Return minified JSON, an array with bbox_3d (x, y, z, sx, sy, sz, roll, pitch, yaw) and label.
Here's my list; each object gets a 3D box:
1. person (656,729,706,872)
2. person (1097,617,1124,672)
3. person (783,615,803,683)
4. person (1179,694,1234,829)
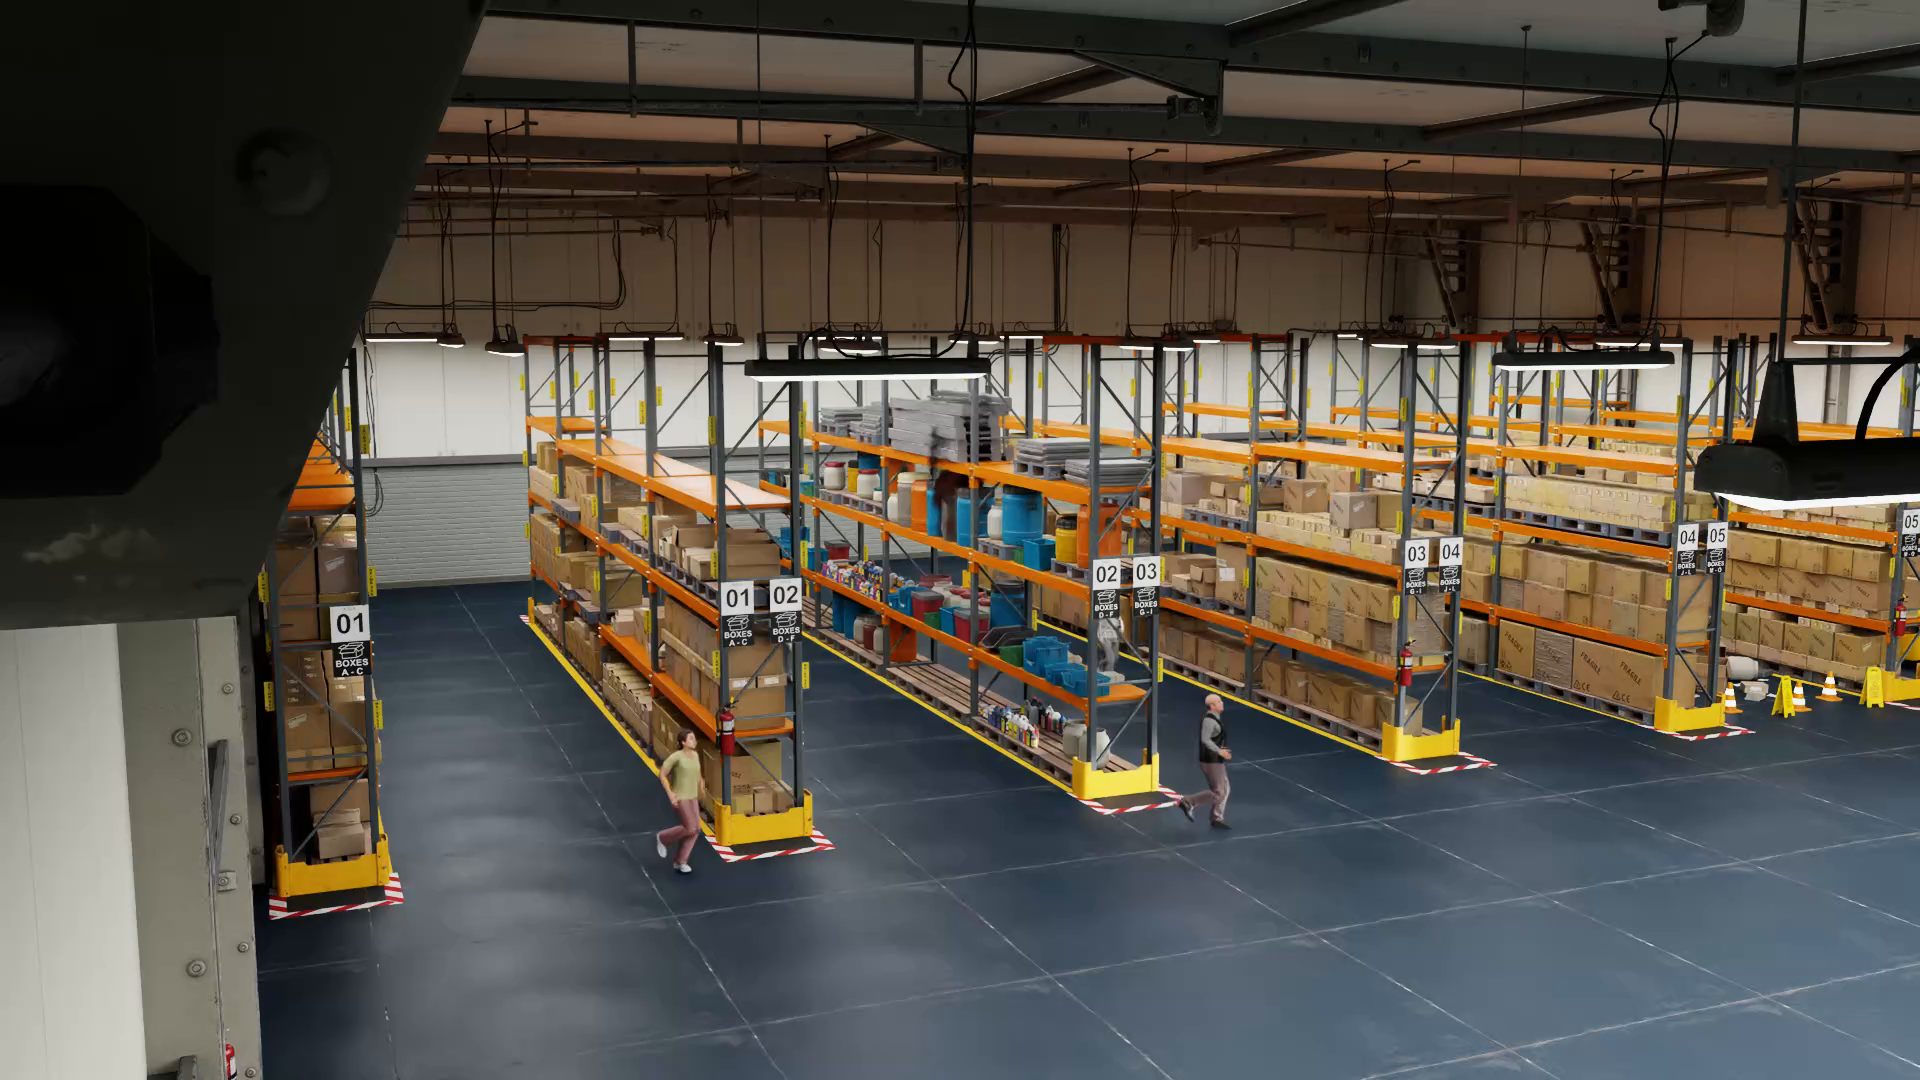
[{"bbox_3d":[-3.180,2.982,19.296,0.556,1.595,0.610,5,9,33],"label":"person"},{"bbox_3d":[2.549,1.700,28.755,0.614,1.684,0.627,-3,8,-23],"label":"person"},{"bbox_3d":[-3.079,1.597,29.182,0.735,1.869,0.836,-4,8,-26],"label":"person"},{"bbox_3d":[3.081,2.762,20.693,0.697,1.713,0.678,1,8,9],"label":"person"}]
